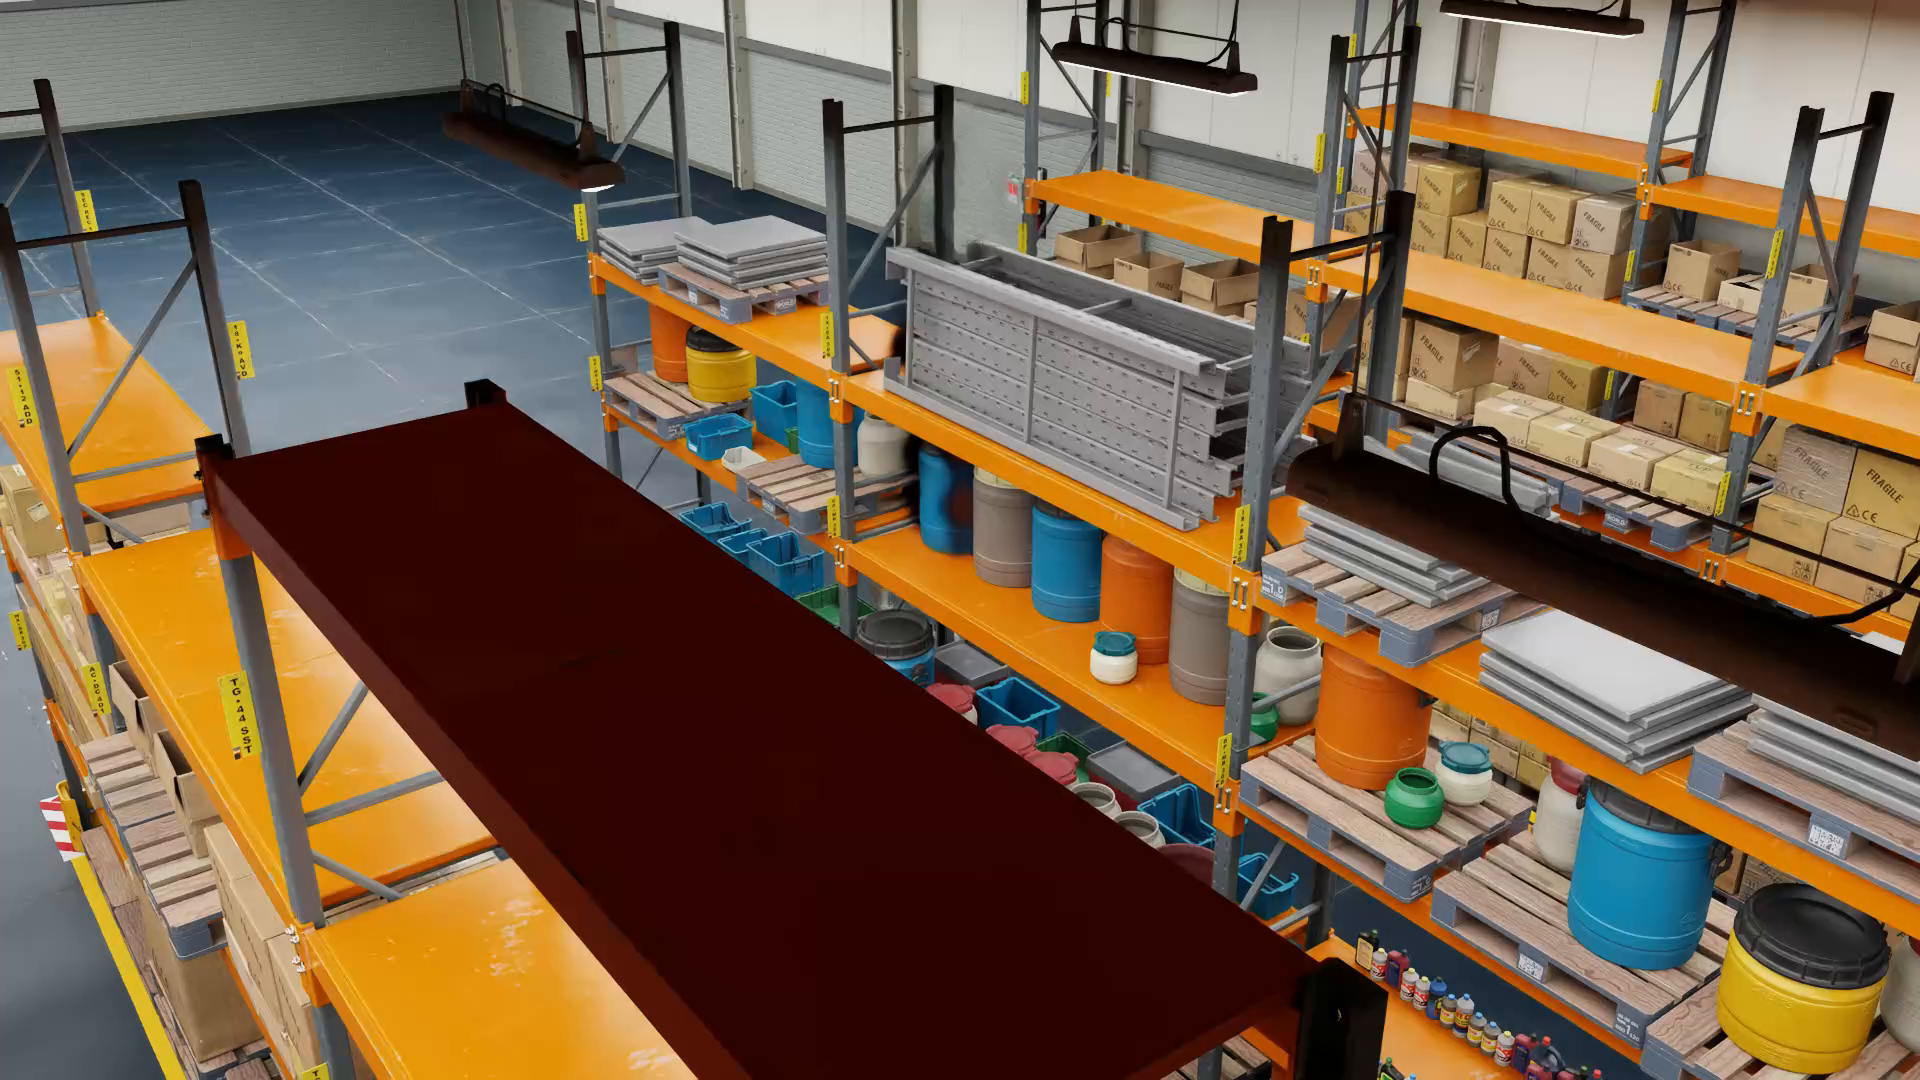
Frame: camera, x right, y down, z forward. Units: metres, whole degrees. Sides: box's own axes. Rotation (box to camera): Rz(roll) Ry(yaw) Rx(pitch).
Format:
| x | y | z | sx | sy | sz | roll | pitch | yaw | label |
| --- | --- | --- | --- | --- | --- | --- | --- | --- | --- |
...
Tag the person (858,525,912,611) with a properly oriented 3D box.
| x | y | z | sx | sy | sz | roll | pitch | yaw | label |
| --- | --- | --- | --- | --- | --- | --- | --- | --- | --- |
| -0.724 | 0.296 | 15.984 | 0.564 | 1.676 | 0.894 | -18 | 30 | -34 | person |
